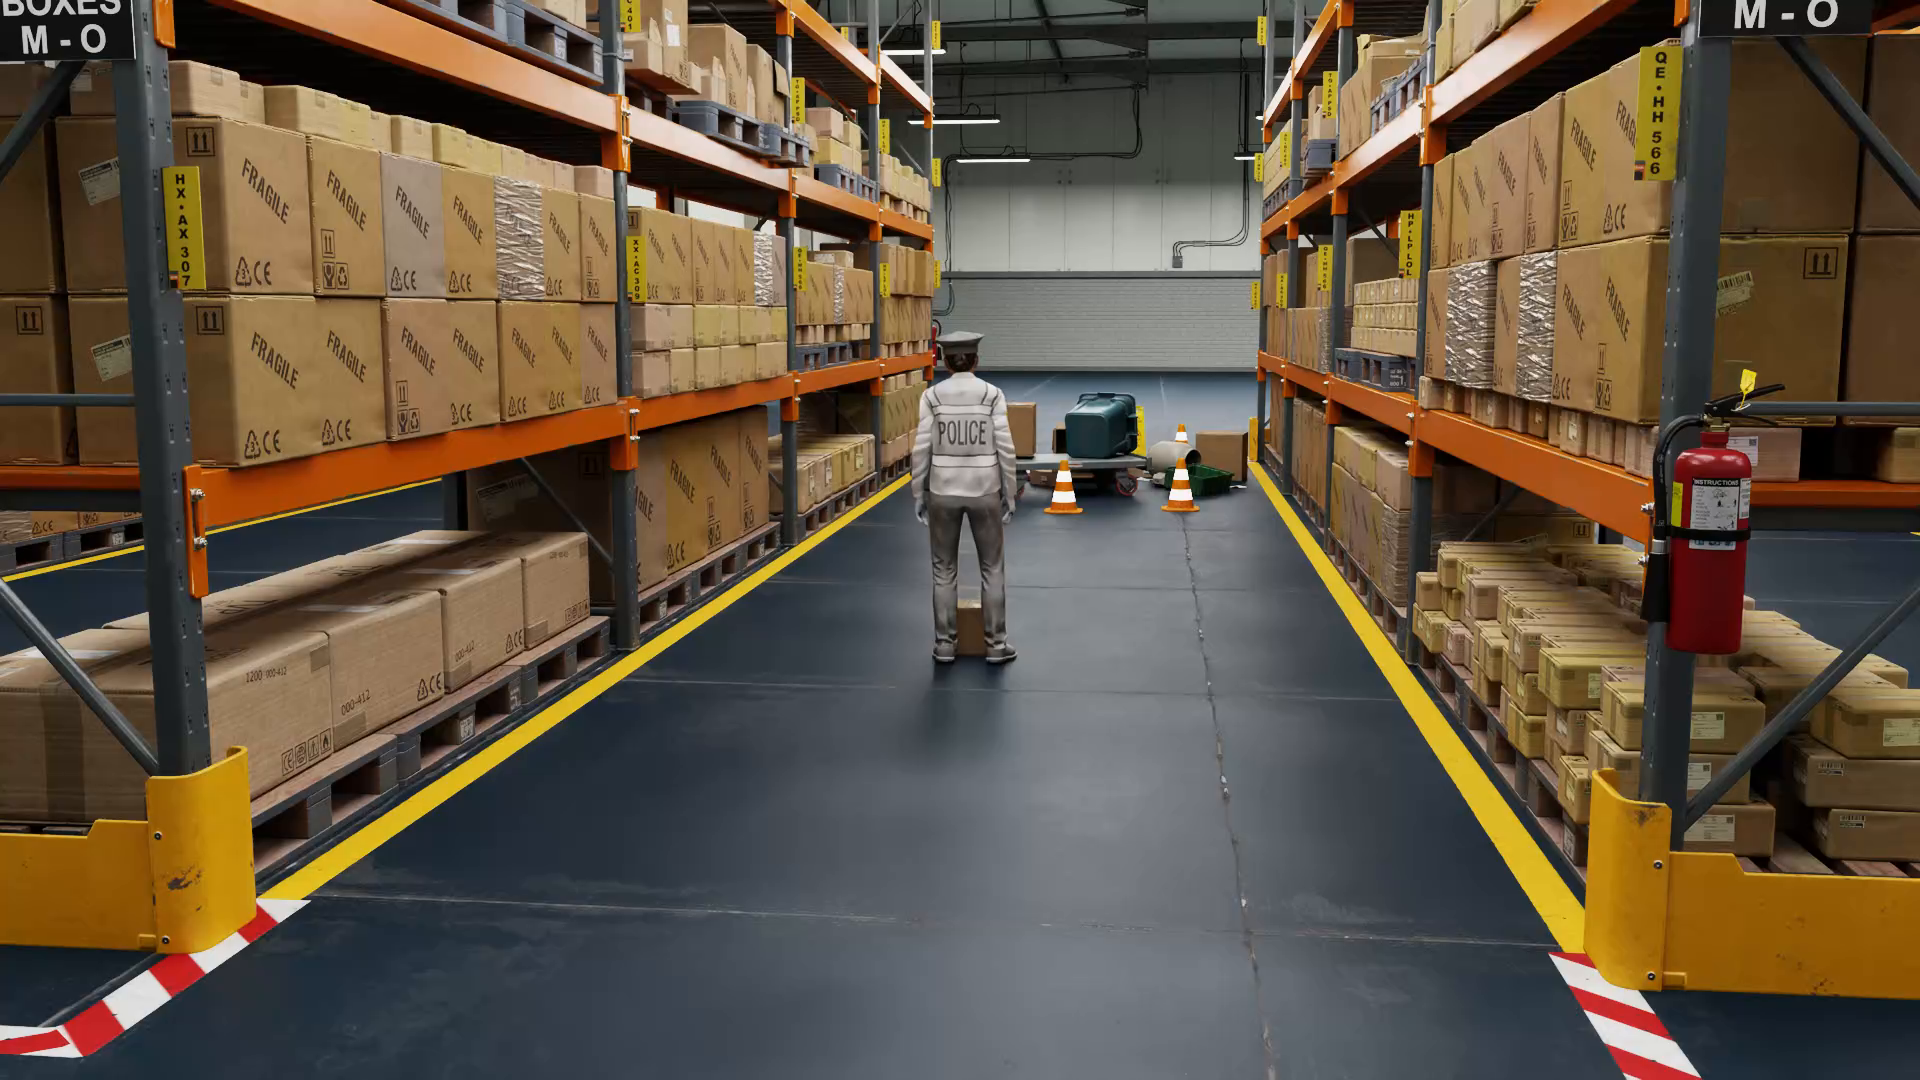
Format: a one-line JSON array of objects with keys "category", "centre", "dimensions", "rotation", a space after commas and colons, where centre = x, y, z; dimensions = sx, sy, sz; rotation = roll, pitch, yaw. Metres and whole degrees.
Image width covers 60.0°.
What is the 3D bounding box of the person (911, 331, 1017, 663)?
[{"category": "person", "centre": [0.022, -0.210, 8.351], "dimensions": [0.533, 1.660, 0.374], "rotation": [0, 8, 3]}]
